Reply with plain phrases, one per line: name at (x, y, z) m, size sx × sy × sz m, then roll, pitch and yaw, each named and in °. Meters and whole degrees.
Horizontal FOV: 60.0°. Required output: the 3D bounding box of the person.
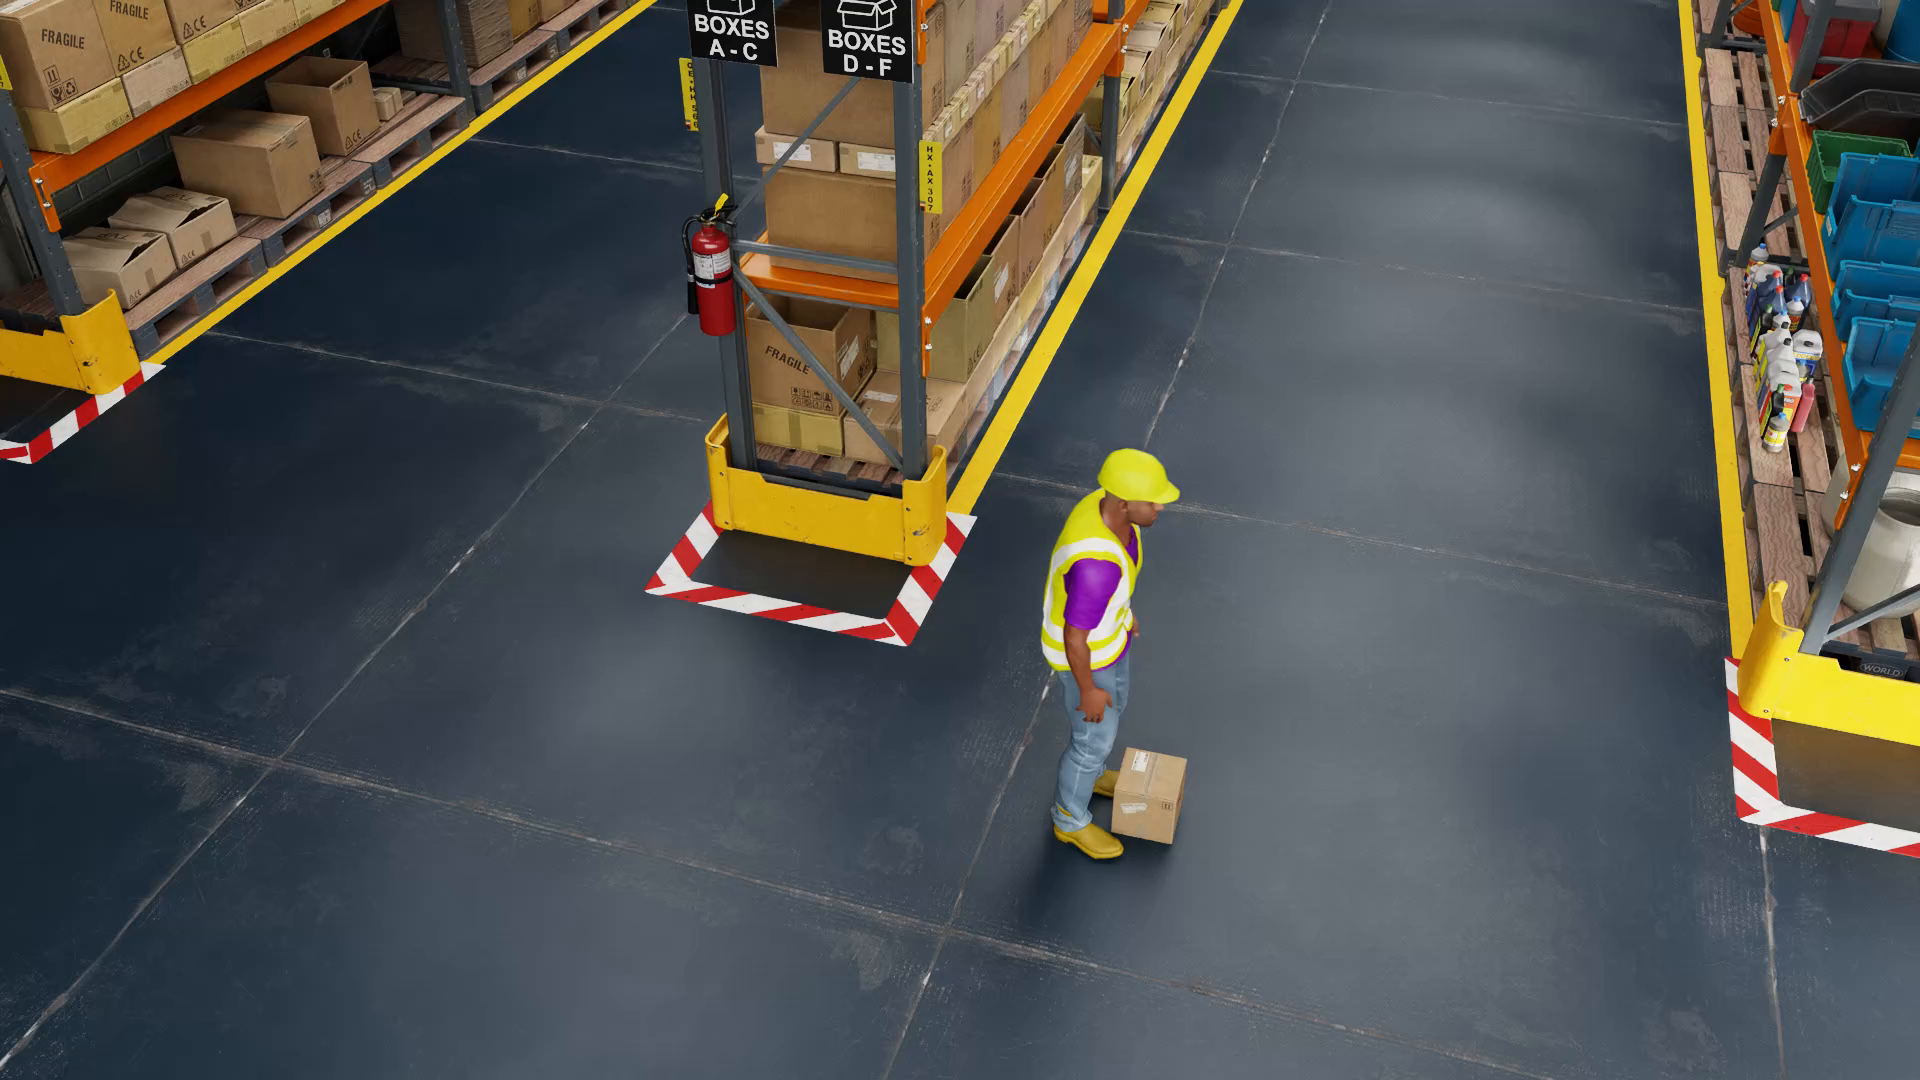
person at (0.548, 0.401, 6.340) m, size 0.458 × 1.761 × 0.626 m, roll 11°, pitch 38°, yaw 14°
